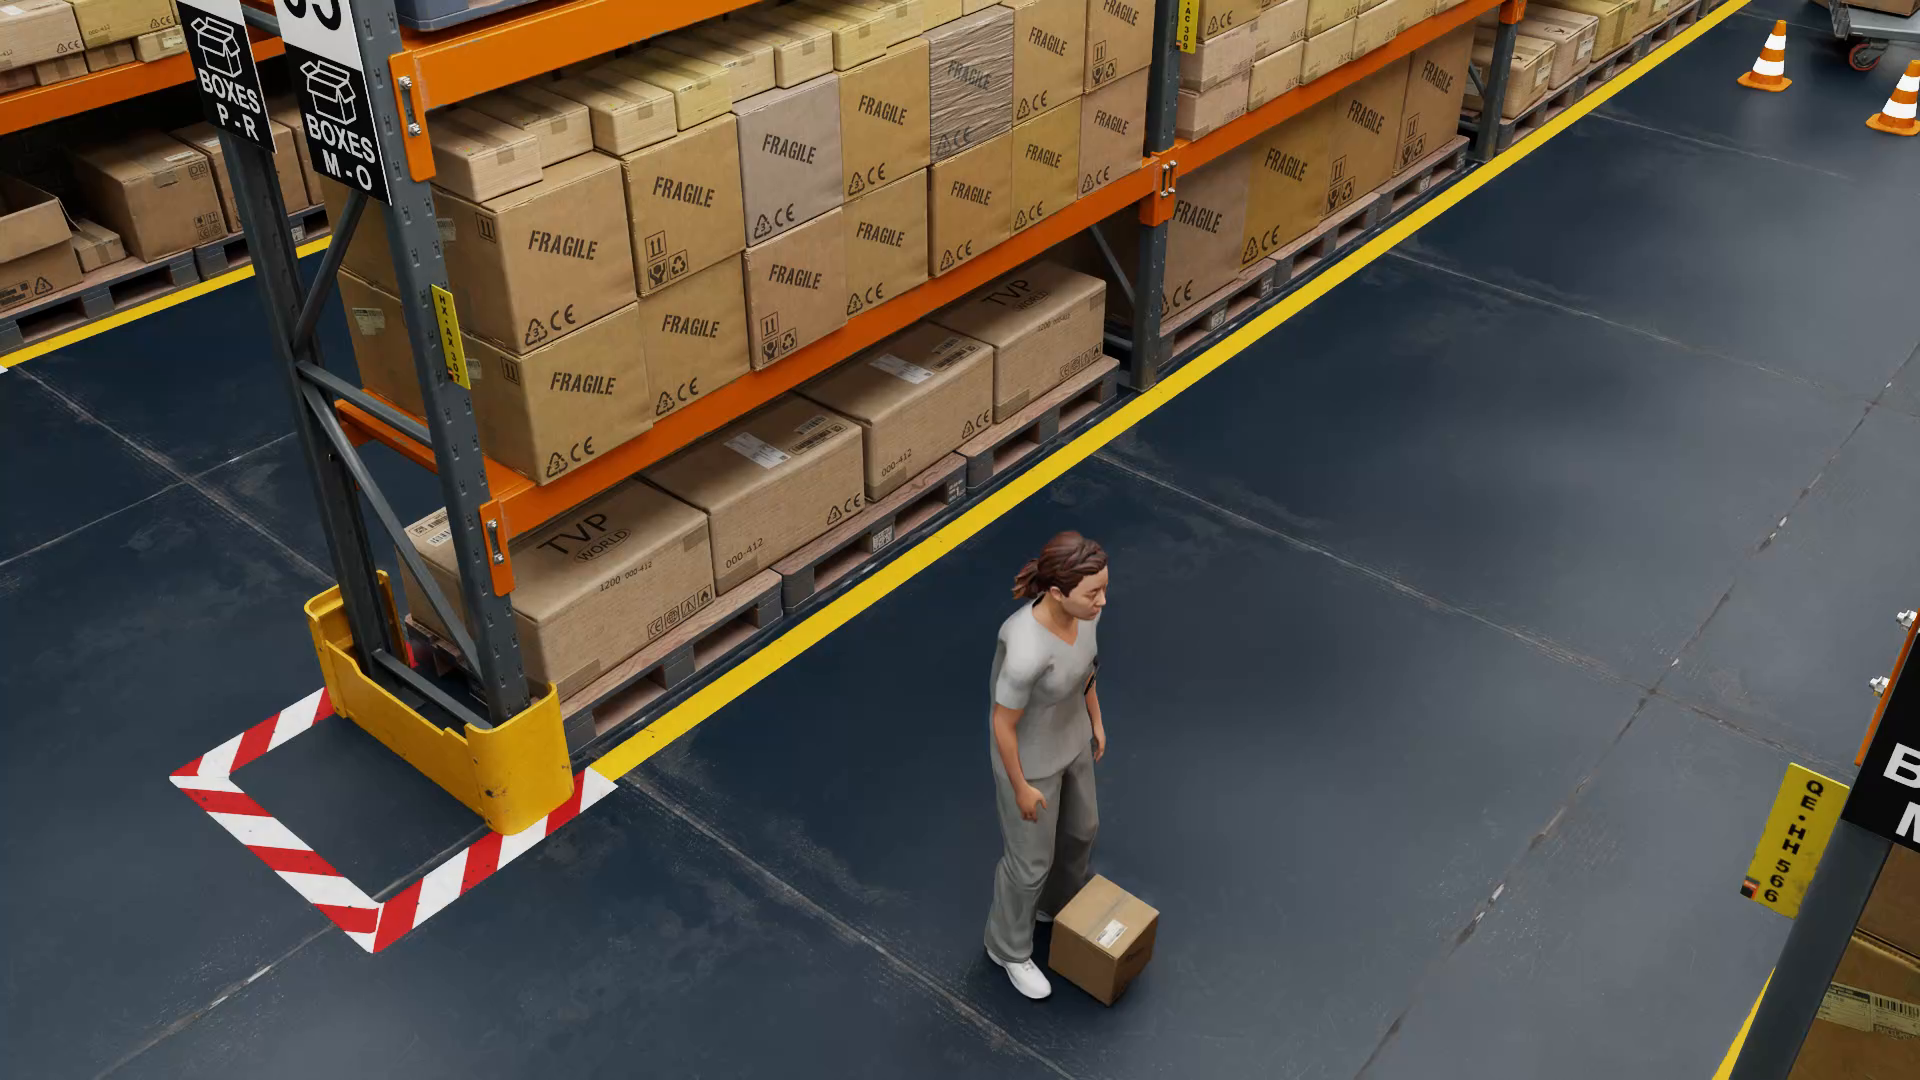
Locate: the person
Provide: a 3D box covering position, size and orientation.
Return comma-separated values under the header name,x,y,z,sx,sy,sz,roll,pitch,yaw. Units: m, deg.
name,x,y,z,sx,sy,sz,roll,pitch,yaw
person,0.283,0.674,5.188,0.367,1.673,0.485,24,42,30
